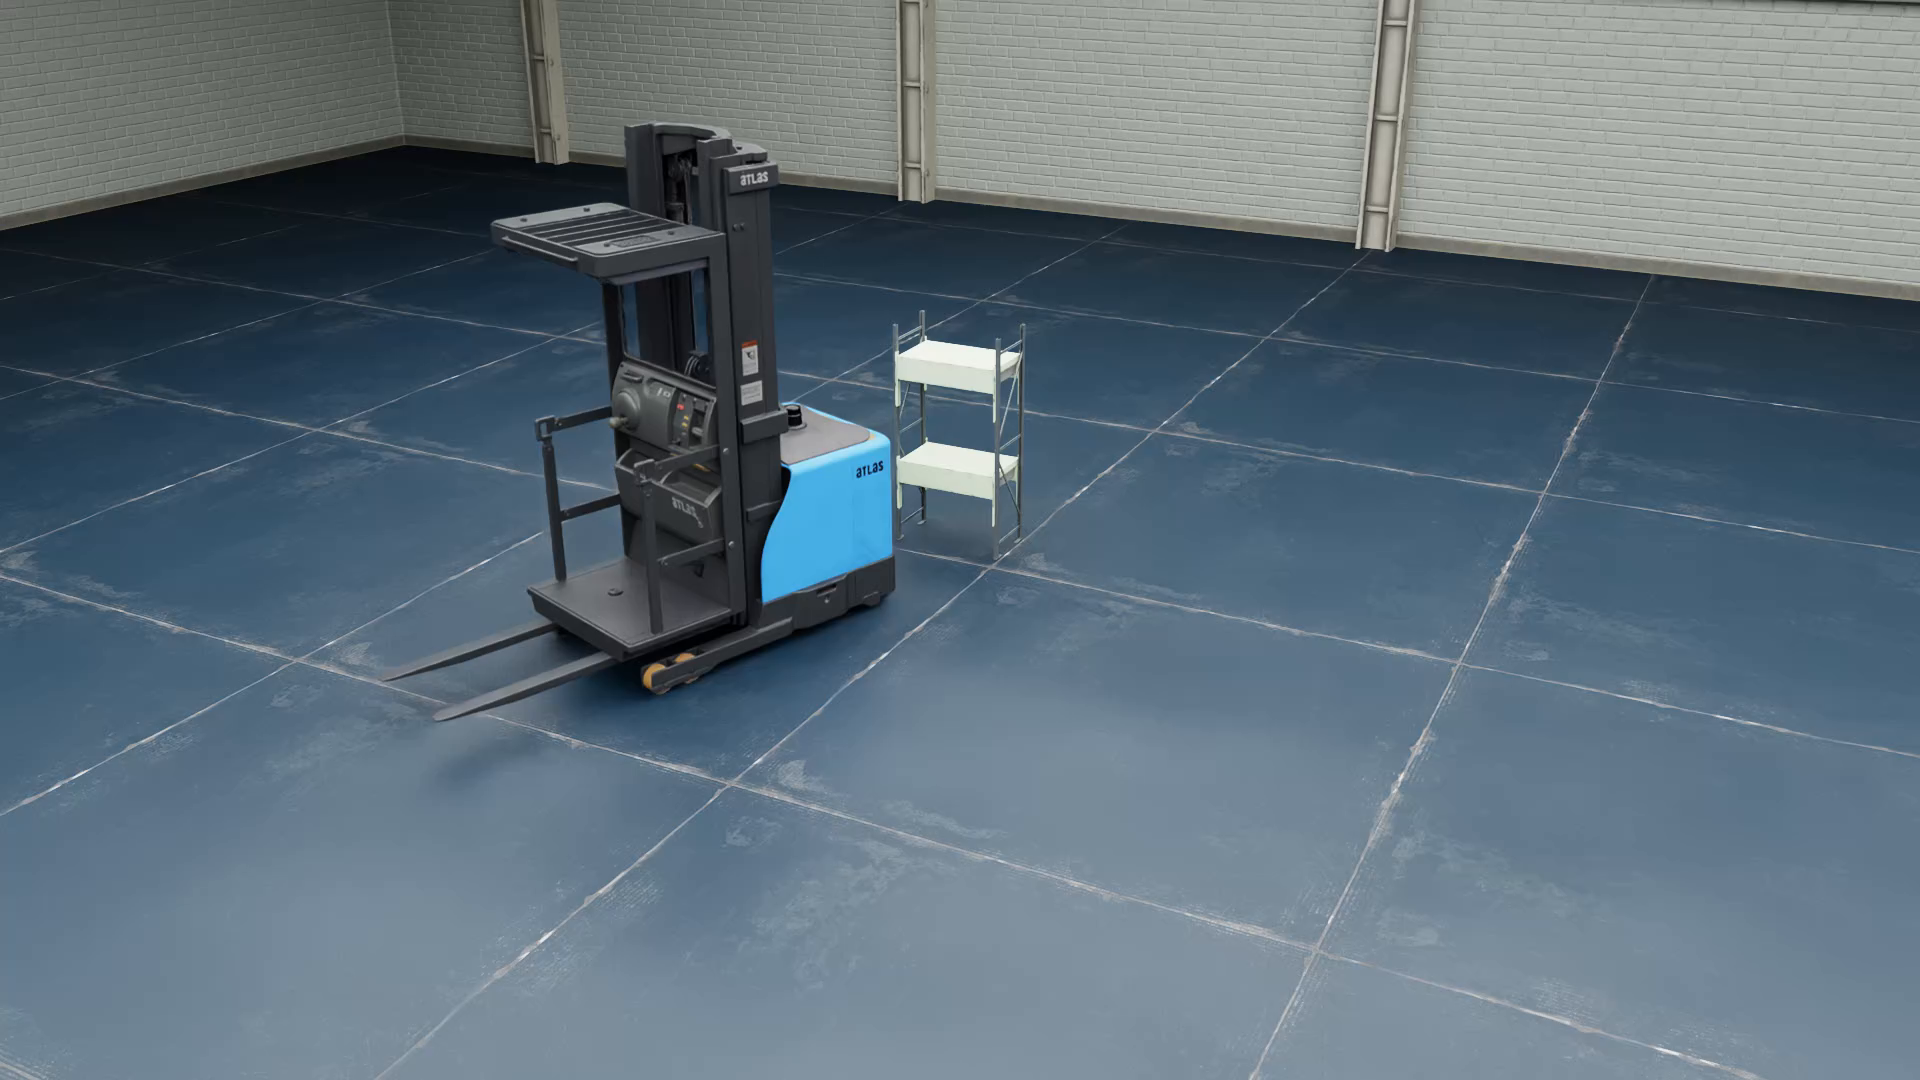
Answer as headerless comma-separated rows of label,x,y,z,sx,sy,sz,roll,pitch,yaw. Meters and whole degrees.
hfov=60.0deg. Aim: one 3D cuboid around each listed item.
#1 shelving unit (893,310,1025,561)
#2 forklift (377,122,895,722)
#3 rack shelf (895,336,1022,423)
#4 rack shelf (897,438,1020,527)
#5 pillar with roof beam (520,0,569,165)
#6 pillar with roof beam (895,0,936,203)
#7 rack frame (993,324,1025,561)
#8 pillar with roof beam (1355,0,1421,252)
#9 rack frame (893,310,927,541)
shelving unit,-0.006,-0.691,10.959,0.755,1.500,0.431,11,25,25
forklift,-1.814,-0.721,9.199,3.031,2.935,1.130,-21,31,-40
rack shelf,-0.006,-1.050,10.807,0.720,0.370,0.431,11,25,25
rack shelf,-0.006,-0.391,11.087,0.720,0.370,0.431,11,25,25
pillar with roof beam,-7.858,-8.133,18.876,0.400,9.000,9.100,11,25,25
pillar with roof beam,-2.503,-7.074,16.385,0.400,9.000,9.100,11,25,25
rack frame,0.321,-0.627,10.807,0.023,1.500,0.400,11,25,25
pillar with roof beam,2.851,-6.014,13.893,0.400,9.000,9.100,11,25,25
rack frame,-0.333,-0.756,11.111,0.023,1.500,0.400,11,25,25
